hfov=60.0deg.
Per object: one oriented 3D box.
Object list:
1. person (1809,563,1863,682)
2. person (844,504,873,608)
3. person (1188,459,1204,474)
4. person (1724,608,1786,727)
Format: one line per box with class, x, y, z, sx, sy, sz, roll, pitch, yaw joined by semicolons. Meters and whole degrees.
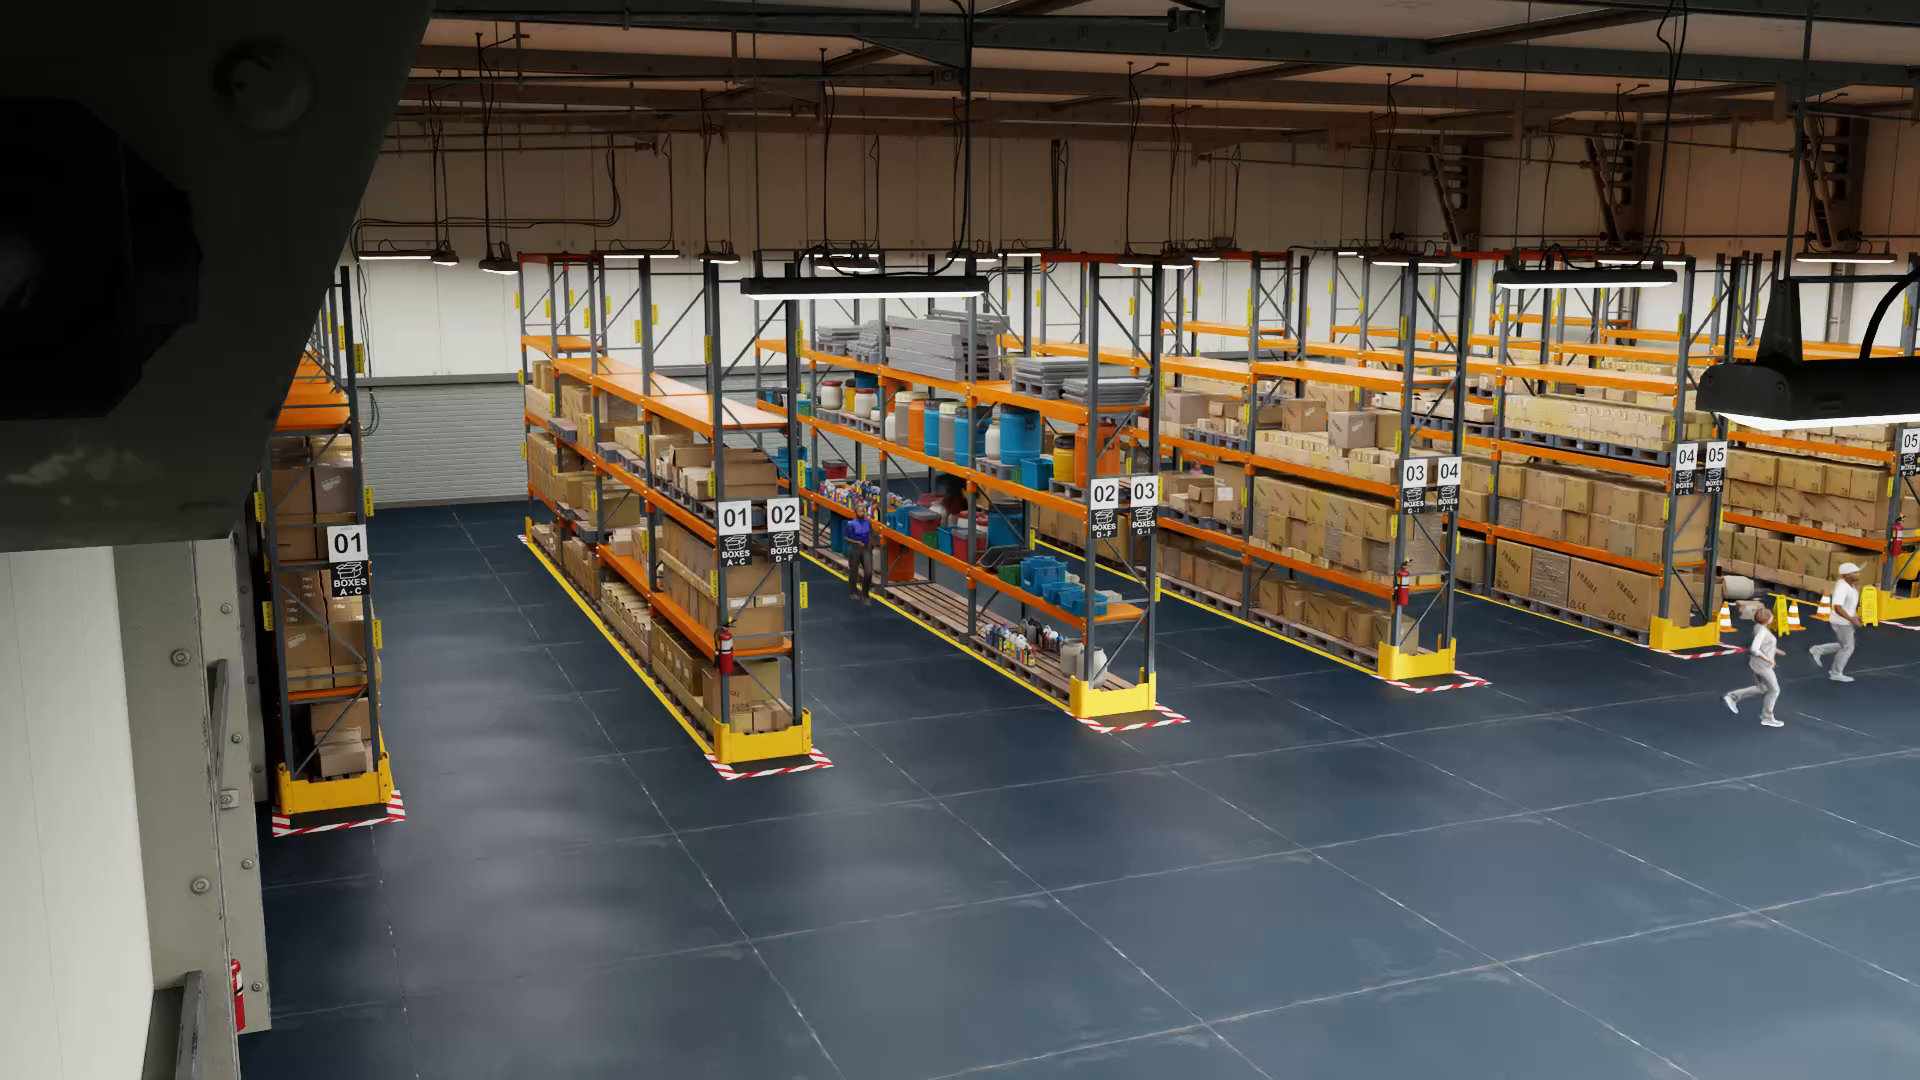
person;12.609;1.165;23.898;0.664;1.737;0.705;6;12;30
person;-1.651;0.272;27.558;0.572;1.739;0.686;-5;11;-24
person;5.117;-0.983;36.141;0.546;1.575;0.691;-4;11;-20
person;10.412;1.649;21.688;0.730;1.559;0.546;3;11;18
